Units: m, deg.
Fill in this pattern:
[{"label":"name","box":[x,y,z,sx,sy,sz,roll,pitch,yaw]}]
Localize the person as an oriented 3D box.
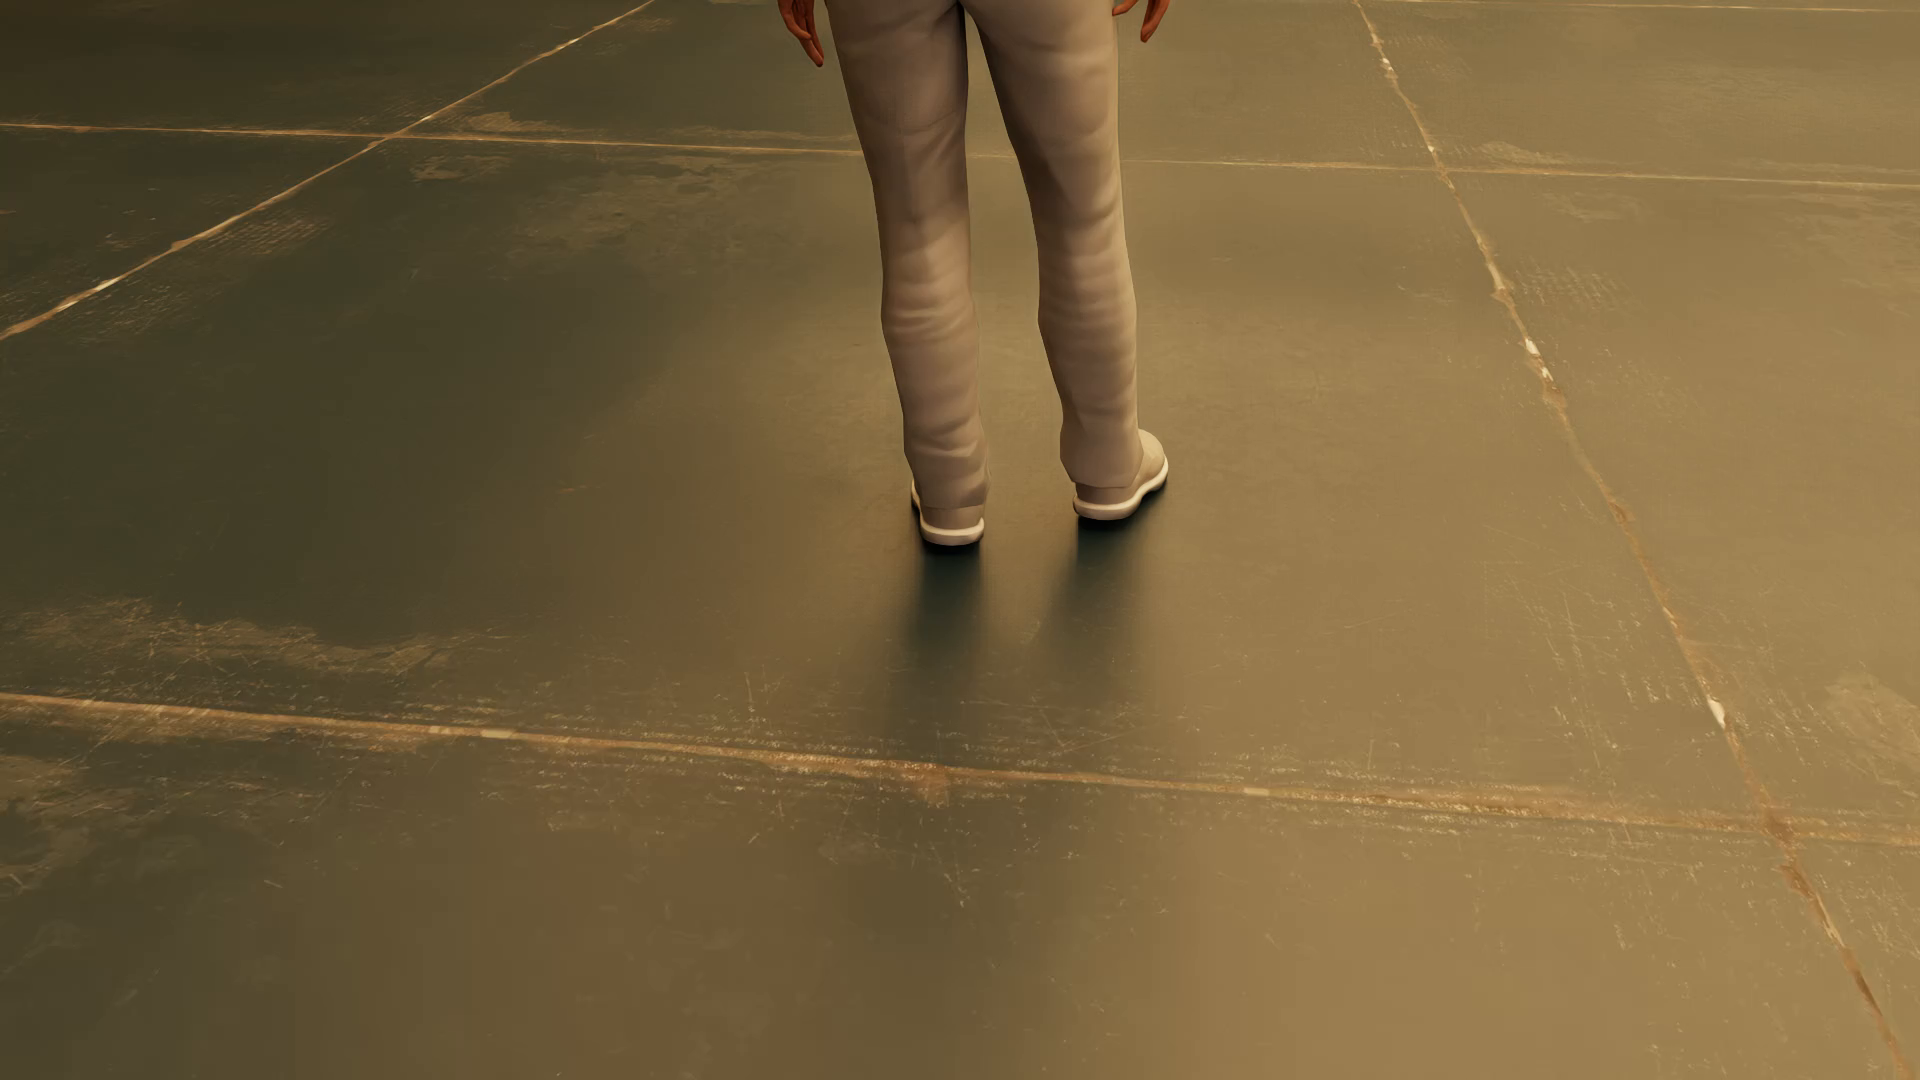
[{"label":"person","box":[0.030,-0.796,2.182,0.569,1.694,0.530,3,27,7]}]
